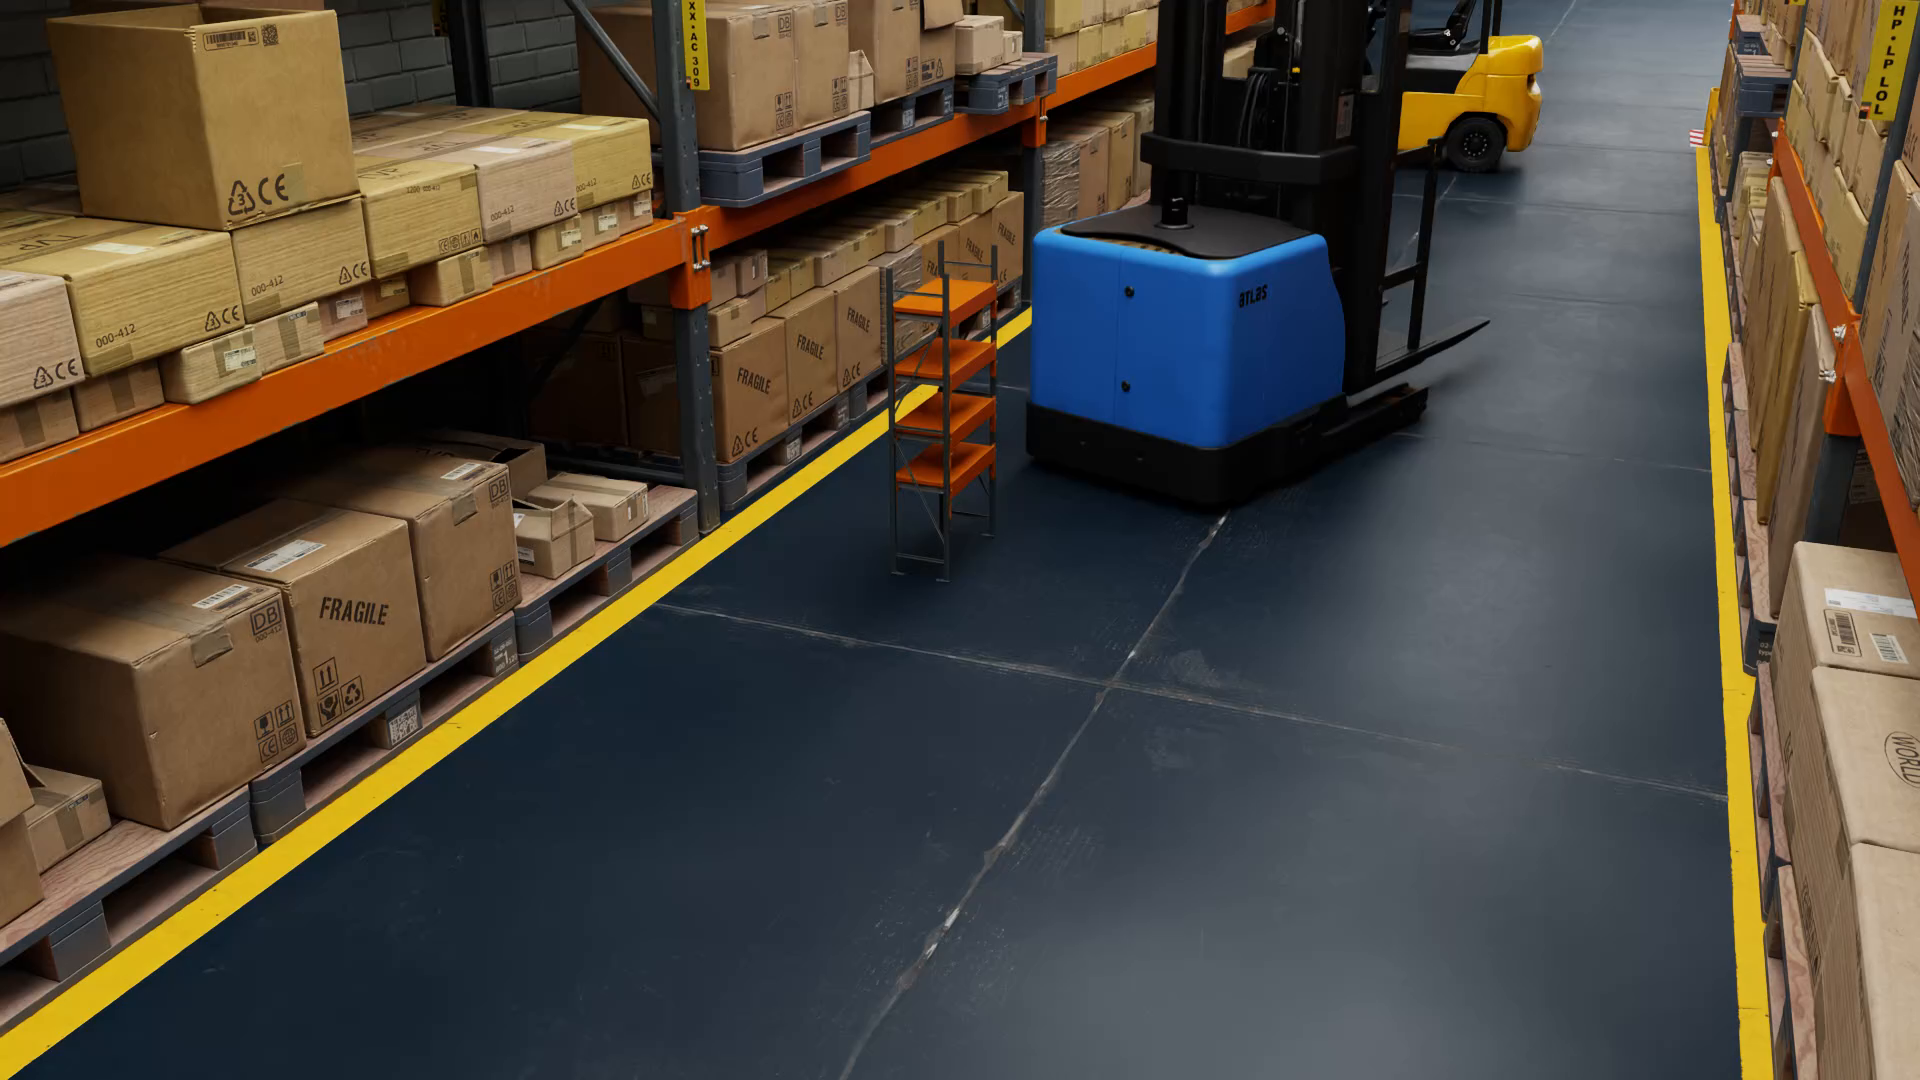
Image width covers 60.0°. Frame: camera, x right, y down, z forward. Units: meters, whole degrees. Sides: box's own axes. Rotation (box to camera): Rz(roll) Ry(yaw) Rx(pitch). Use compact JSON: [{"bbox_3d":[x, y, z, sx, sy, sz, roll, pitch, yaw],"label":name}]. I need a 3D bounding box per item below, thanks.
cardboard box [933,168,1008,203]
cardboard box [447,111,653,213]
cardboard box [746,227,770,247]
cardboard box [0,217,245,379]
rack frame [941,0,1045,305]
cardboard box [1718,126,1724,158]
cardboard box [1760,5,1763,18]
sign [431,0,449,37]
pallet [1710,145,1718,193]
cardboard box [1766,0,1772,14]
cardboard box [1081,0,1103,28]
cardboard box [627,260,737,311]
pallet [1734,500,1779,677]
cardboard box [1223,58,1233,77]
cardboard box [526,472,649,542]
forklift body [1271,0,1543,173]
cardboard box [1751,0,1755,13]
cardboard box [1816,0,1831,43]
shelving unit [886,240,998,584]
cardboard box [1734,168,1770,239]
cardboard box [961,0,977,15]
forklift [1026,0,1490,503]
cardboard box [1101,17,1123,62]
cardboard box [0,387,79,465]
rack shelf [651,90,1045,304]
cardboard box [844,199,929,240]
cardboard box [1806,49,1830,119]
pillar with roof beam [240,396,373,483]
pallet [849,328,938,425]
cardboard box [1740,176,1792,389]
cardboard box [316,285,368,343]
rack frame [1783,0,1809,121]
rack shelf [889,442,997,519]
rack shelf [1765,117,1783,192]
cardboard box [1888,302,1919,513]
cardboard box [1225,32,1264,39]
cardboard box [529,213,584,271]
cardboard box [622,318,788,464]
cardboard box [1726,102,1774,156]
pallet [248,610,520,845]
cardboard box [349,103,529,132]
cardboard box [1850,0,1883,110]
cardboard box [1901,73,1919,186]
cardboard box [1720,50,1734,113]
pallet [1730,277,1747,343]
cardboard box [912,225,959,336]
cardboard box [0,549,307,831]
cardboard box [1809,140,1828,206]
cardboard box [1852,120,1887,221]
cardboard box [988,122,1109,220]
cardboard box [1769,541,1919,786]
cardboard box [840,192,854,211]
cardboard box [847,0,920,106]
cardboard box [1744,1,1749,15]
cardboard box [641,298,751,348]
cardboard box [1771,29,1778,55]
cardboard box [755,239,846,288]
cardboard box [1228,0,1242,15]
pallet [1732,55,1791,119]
[{"bbox_3d":[0.061,-2.048,9.618,0.380,0.149,0.250,8,24,17],"label":"cardboard box"},{"bbox_3d":[-1.440,-1.341,5.877,0.500,0.250,0.500,9,24,21],"label":"cardboard box"},{"bbox_3d":[-1.167,-1.472,8.239,0.380,0.149,0.250,9,24,21],"label":"cardboard box"},{"bbox_3d":[-2.172,-0.613,4.134,0.500,0.250,0.500,8,24,19],"label":"cardboard box"},{"bbox_3d":[0.009,-2.921,9.852,1.000,3.000,0.127,9,24,20],"label":"rack frame"},{"bbox_3d":[6.456,-3.192,13.522,0.500,0.250,0.500,9,24,21],"label":"cardboard box"},{"bbox_3d":[5.606,-3.569,11.183,0.380,0.149,0.250,9,24,21],"label":"cardboard box"},{"bbox_3d":[-1.993,-2.102,6.389,0.100,0.325,0.005,9,24,20],"label":"sign"},{"bbox_3d":[6.773,-3.040,13.755,1.003,0.211,1.213,9,24,20],"label":"pallet"},{"bbox_3d":[5.102,-3.354,9.828,0.500,0.500,0.500,8,24,18],"label":"cardboard box"},{"bbox_3d":[0.588,-3.386,10.510,0.500,0.250,0.500,10,25,22],"label":"cardboard box"},{"bbox_3d":[-1.153,-1.066,6.881,0.380,0.149,0.250,8,24,19],"label":"cardboard box"},{"bbox_3d":[3.350,0.219,5.952,1.003,0.211,1.213,9,24,20],"label":"pallet"},{"bbox_3d":[1.966,-3.867,13.842,0.500,0.250,0.500,8,24,19],"label":"cardboard box"},{"bbox_3d":[-1.411,-0.127,6.316,0.380,0.149,0.250,8,24,18],"label":"cardboard box"},{"bbox_3d":[3.970,-4.453,14.620,2.313,2.155,1.214,9,24,20],"label":"forklift body"},{"bbox_3d":[6.224,-4.207,12.414,0.500,0.500,0.500,10,25,22],"label":"cardboard box"},{"bbox_3d":[4.033,-2.399,7.175,0.500,0.500,0.500,9,24,20],"label":"cardboard box"},{"bbox_3d":[-0.061,-0.494,6.377,0.258,1.200,0.503,9,24,20],"label":"shelving unit"},{"bbox_3d":[5.648,-2.179,10.939,0.950,0.372,0.625,10,25,23],"label":"cardboard box"},{"bbox_3d":[-0.082,-3.283,10.265,0.500,0.250,0.500,9,24,21],"label":"cardboard box"},{"bbox_3d":[1.643,-1.994,7.722,1.130,2.935,3.031,19,29,37],"label":"forklift"},{"bbox_3d":[0.777,-3.341,11.050,0.500,0.250,0.500,8,24,18],"label":"cardboard box"},{"bbox_3d":[-2.318,-0.299,3.901,0.380,0.149,0.250,10,25,22],"label":"cardboard box"},{"bbox_3d":[-0.734,-1.874,8.277,1.077,0.370,4.000,9,24,20],"label":"rack shelf"},{"bbox_3d":[-0.383,-1.681,8.739,0.380,0.149,0.250,8,24,19],"label":"cardboard box"},{"bbox_3d":[3.812,-1.866,6.872,0.500,0.250,0.500,9,24,20],"label":"cardboard box"},{"bbox_3d":[1.425,-3.522,3.506,9.100,9.000,0.400,9,24,20],"label":"pillar with roof beam"},{"bbox_3d":[-0.758,-0.938,8.721,1.003,0.211,1.213,9,24,20],"label":"pallet"},{"bbox_3d":[4.285,-1.190,7.919,0.875,0.875,0.875,9,24,20],"label":"cardboard box"},{"bbox_3d":[-1.950,-0.674,4.798,0.380,0.149,0.250,9,24,20],"label":"cardboard box"},{"bbox_3d":[4.619,-2.212,8.154,1.000,3.000,0.127,9,24,20],"label":"rack frame"},{"bbox_3d":[-0.061,-0.249,6.479,0.258,0.148,0.480,9,24,20],"label":"rack shelf"},{"bbox_3d":[5.362,-2.596,10.006,1.077,0.370,4.000,9,24,20],"label":"rack shelf"},{"bbox_3d":[2.334,-0.340,3.542,0.500,0.500,0.500,9,24,20],"label":"cardboard box"},{"bbox_3d":[2.737,-4.596,15.586,0.500,0.250,0.500,9,24,21],"label":"cardboard box"},{"bbox_3d":[-1.511,-1.031,5.653,0.380,0.149,0.250,9,24,21],"label":"cardboard box"},{"bbox_3d":[-1.088,-0.671,7.164,0.500,0.500,0.500,10,25,22],"label":"cardboard box"},{"bbox_3d":[6.075,-3.165,12.484,0.500,0.500,0.500,8,24,19],"label":"cardboard box"},{"bbox_3d":[-2.184,0.481,5.326,1.003,0.211,1.213,9,24,20],"label":"pallet"},{"bbox_3d":[-1.911,-1.419,6.065,0.500,0.250,0.500,8,24,19],"label":"cardboard box"},{"bbox_3d":[3.251,-1.670,5.430,0.500,0.500,0.500,9,24,21],"label":"cardboard box"},{"bbox_3d":[2.731,-1.152,4.190,0.500,0.500,0.500,9,24,20],"label":"cardboard box"},{"bbox_3d":[6.836,-3.901,14.246,0.500,0.500,0.500,8,24,18],"label":"cardboard box"},{"bbox_3d":[4.911,-1.205,9.361,1.003,0.211,1.213,9,24,20],"label":"pallet"},{"bbox_3d":[-0.336,-1.414,8.943,0.500,0.500,0.500,10,25,22],"label":"cardboard box"},{"bbox_3d":[-2.294,0.395,4.610,0.700,0.500,0.500,10,25,22],"label":"cardboard box"},{"bbox_3d":[3.649,-1.454,6.533,0.500,0.250,0.500,9,24,20],"label":"cardboard box"},{"bbox_3d":[3.071,-1.135,5.121,0.500,0.250,0.500,9,24,20],"label":"cardboard box"},{"bbox_3d":[0.489,-2.476,11.321,0.875,0.625,0.625,10,25,22],"label":"cardboard box"},{"bbox_3d":[2.800,0.417,4.639,0.875,0.438,0.875,8,24,19],"label":"cardboard box"},{"bbox_3d":[-0.803,-1.843,9.128,0.380,0.149,0.250,8,24,18],"label":"cardboard box"},{"bbox_3d":[-0.606,-2.337,7.779,0.700,0.500,0.500,9,24,20],"label":"cardboard box"},{"bbox_3d":[6.500,-4.235,13.323,0.380,0.149,0.250,9,24,21],"label":"cardboard box"},{"bbox_3d":[-1.097,-0.920,6.917,0.380,0.149,0.250,10,25,23],"label":"cardboard box"},{"bbox_3d":[4.708,-2.733,9.182,0.380,0.149,0.250,8,24,18],"label":"cardboard box"},{"bbox_3d":[-0.764,-1.308,7.846,0.380,0.149,0.250,9,24,20],"label":"cardboard box"},{"bbox_3d":[2.080,-4.709,14.002,0.500,0.500,0.500,9,24,21],"label":"cardboard box"},{"bbox_3d":[4.785,-2.394,8.838,1.213,0.211,1.003,9,24,20],"label":"pallet"}]
